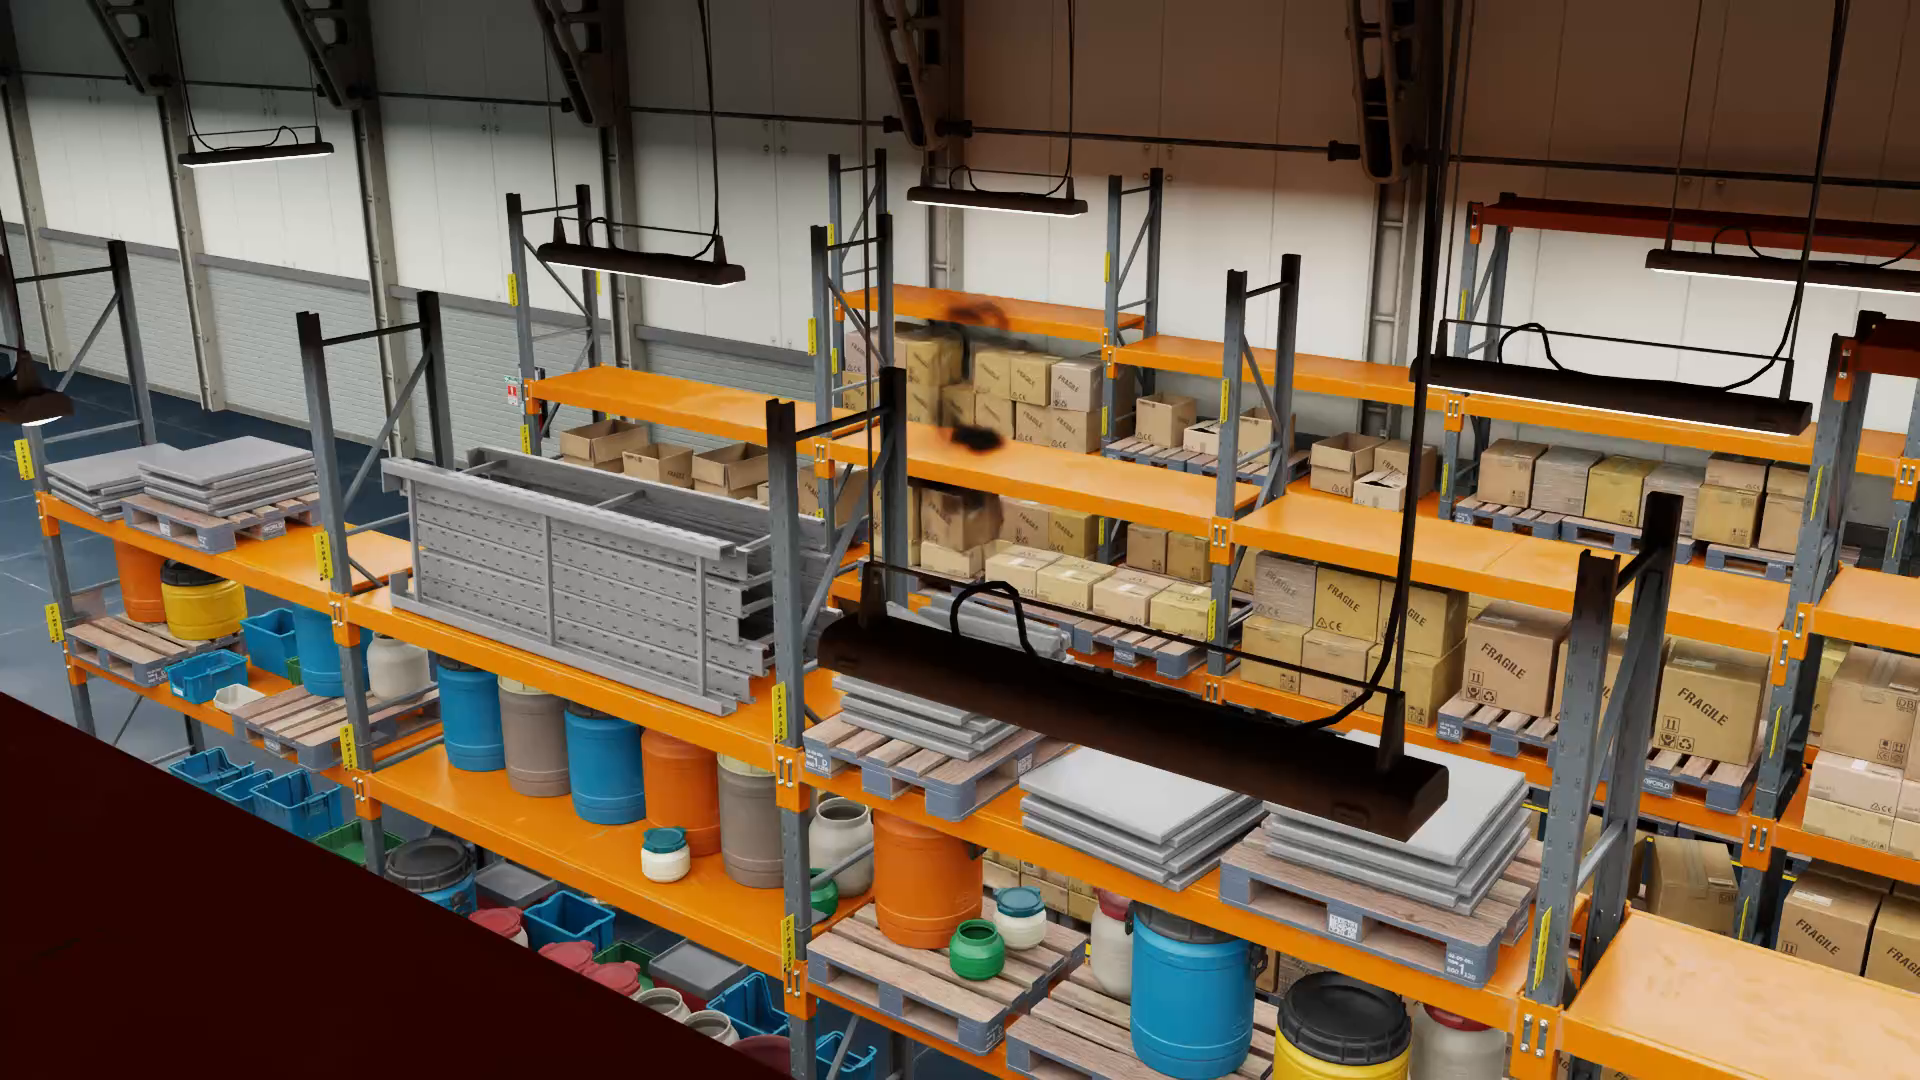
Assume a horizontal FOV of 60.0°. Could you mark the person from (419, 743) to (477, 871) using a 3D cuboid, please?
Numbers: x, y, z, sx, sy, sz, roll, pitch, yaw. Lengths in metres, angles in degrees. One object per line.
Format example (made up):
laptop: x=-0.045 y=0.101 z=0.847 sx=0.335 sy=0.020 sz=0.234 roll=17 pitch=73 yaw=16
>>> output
person: x=-4.635 y=2.463 z=15.154 sx=0.742 sy=1.693 sz=0.690 roll=12 pitch=22 yaw=32

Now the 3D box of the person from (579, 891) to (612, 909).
person: x=-3.459 y=2.475 z=14.903 sx=0.694 sy=1.778 sz=0.641 roll=7 pitch=20 yaw=19
